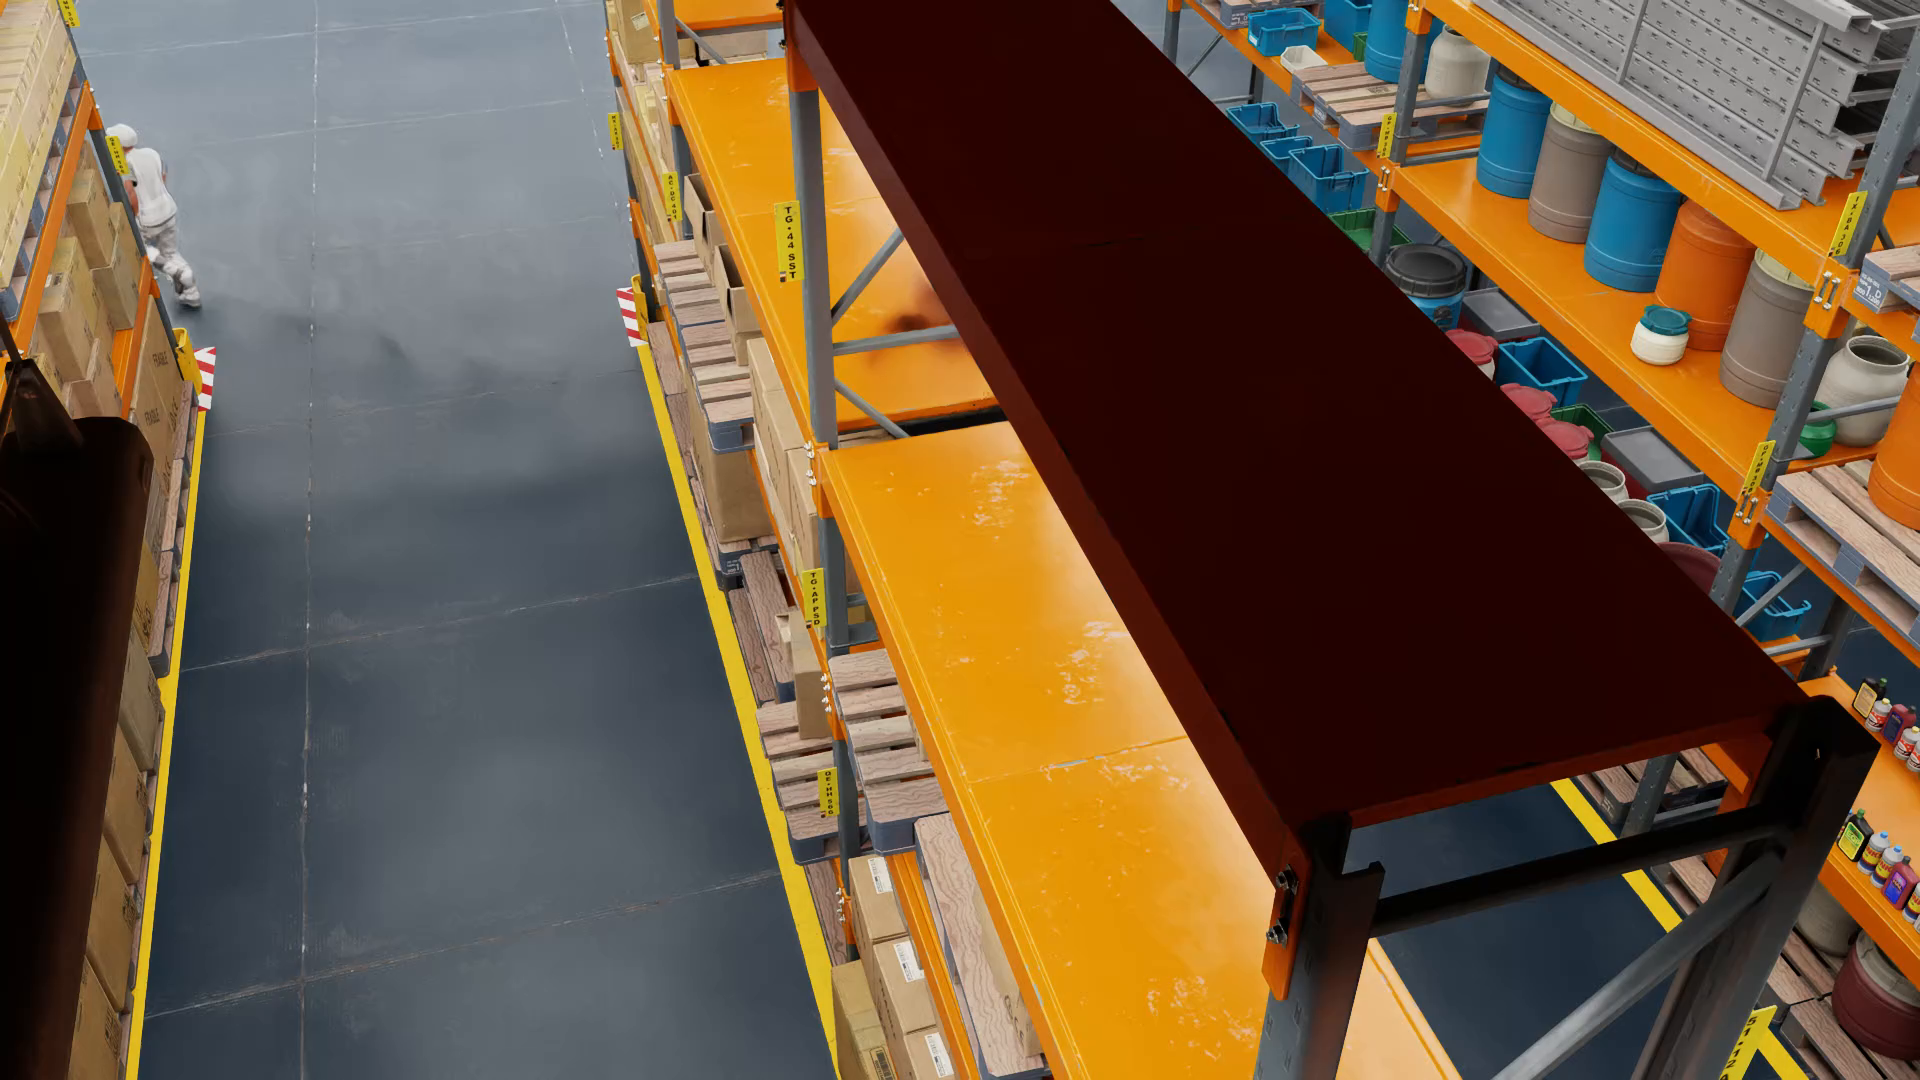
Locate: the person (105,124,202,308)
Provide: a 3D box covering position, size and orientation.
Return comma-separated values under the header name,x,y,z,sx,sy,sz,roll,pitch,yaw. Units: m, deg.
name,x,y,z,sx,sy,sz,roll,pitch,yaw
person,-7.407,-2.945,15.130,0.709,1.727,0.707,12,40,15
